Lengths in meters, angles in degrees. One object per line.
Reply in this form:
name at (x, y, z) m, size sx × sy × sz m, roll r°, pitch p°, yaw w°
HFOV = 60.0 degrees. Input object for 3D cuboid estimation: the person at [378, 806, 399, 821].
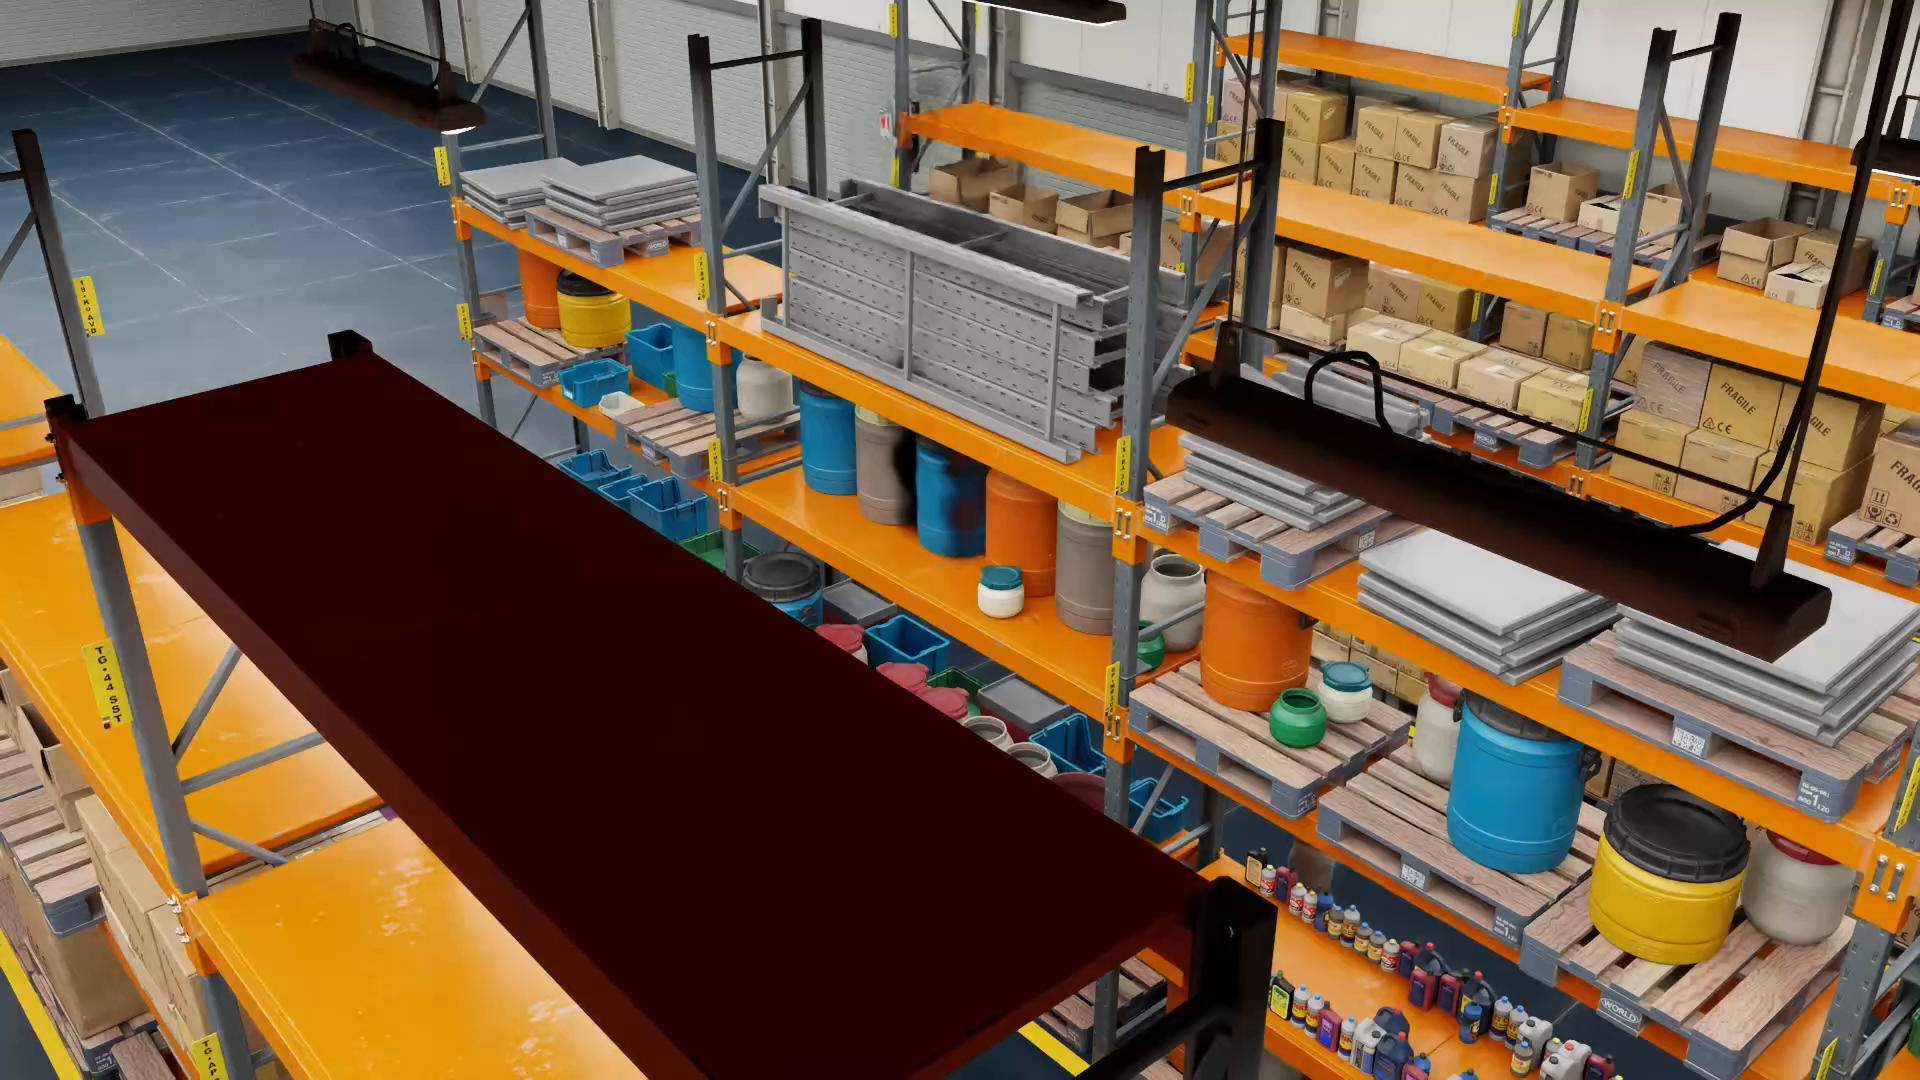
person at (-4.195, 1.994, 11.917) m, size 0.523 × 1.556 × 0.534 m, roll -21°, pitch 34°, yaw -36°

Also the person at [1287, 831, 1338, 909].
person at (2.462, 2.160, 11.462) m, size 0.795 × 1.801 × 0.638 m, roll 22°, pitch 35°, yaw 37°
